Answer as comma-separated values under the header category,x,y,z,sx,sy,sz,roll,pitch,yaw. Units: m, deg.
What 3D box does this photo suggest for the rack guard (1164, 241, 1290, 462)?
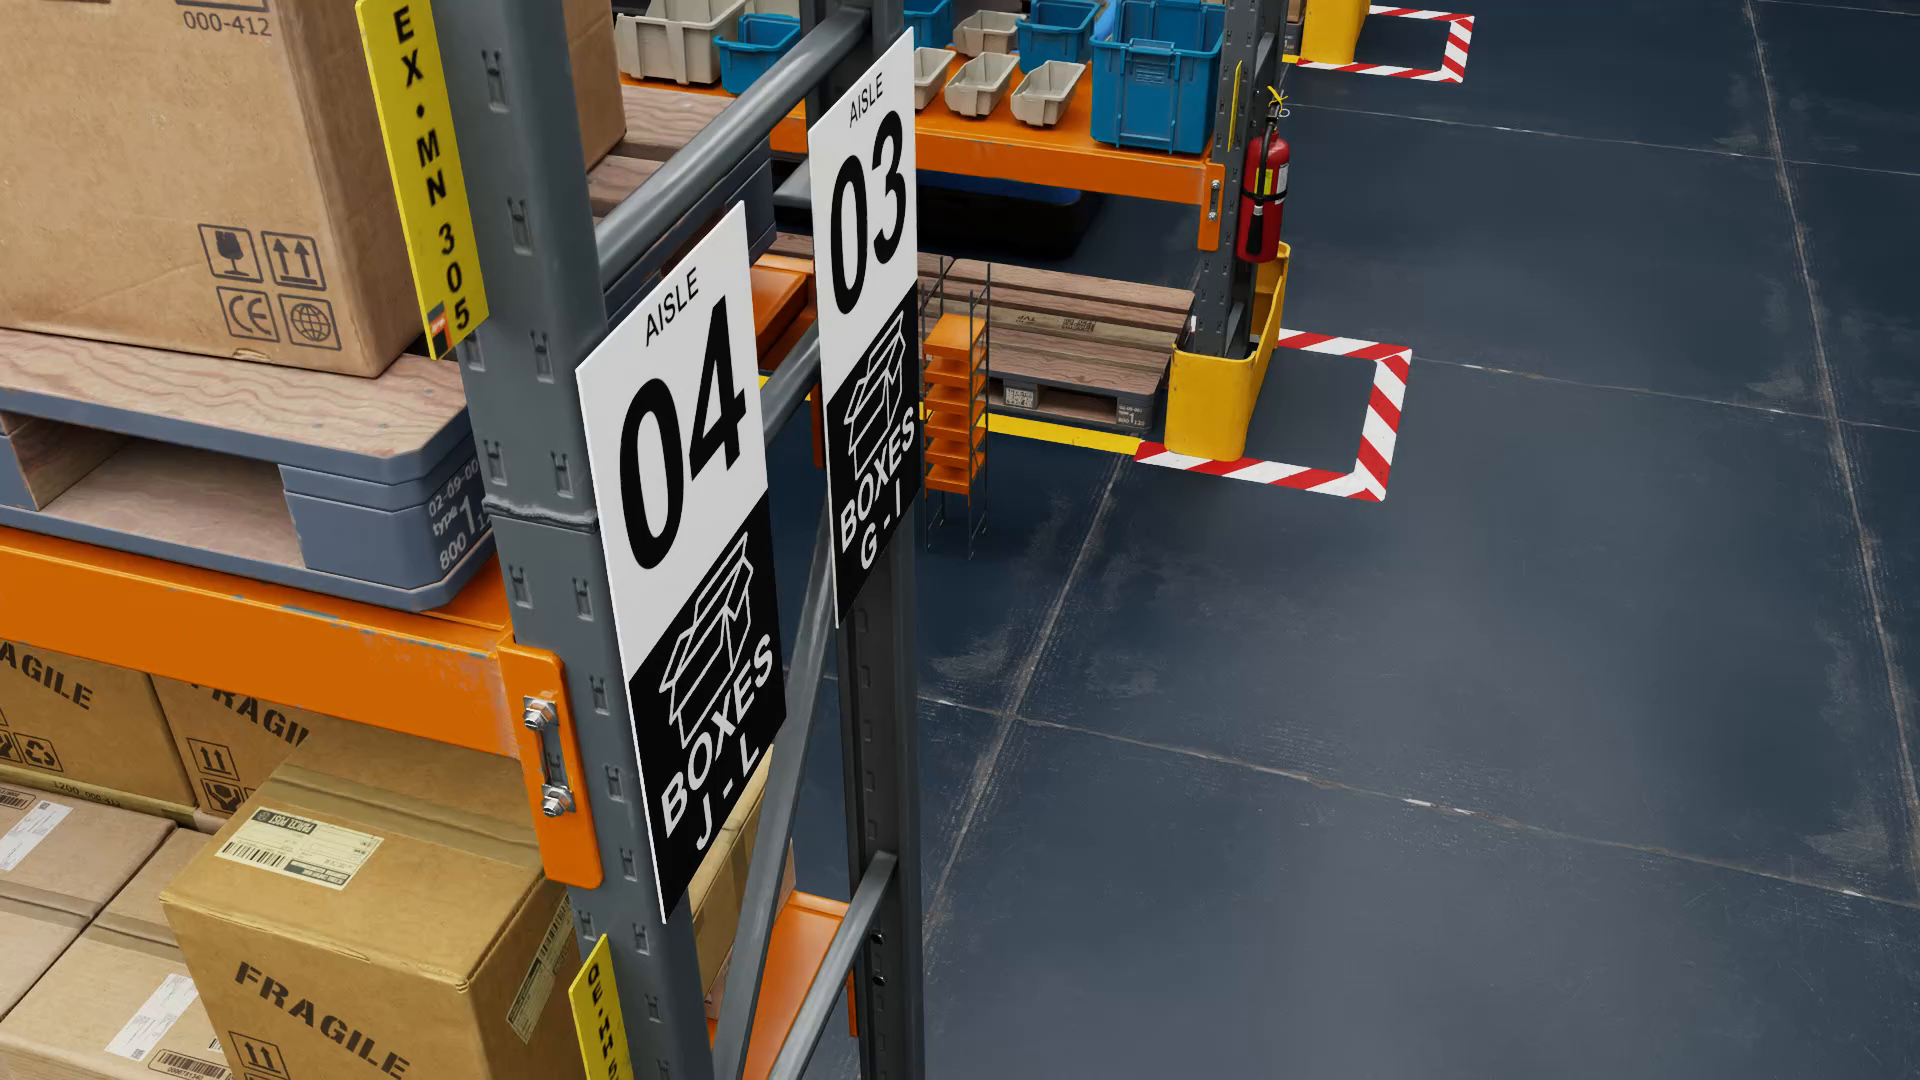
category,x,y,z,sx,sy,sz,roll,pitch,yaw
rack guard,1.219,-0.890,7.538,0.348,0.500,1.175,10,38,14

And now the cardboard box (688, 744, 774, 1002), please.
category,x,y,z,sx,sy,sz,roll,pitch,yaw
cardboard box,-0.662,0.612,3.264,0.500,0.250,0.500,10,37,13

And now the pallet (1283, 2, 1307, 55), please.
category,x,y,z,sx,sy,sz,roll,pitch,yaw
pallet,1.839,-3.726,11.635,1.213,0.211,1.003,10,38,14

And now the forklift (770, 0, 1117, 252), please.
category,x,y,z,sx,sy,sz,roll,pitch,yaw
forklift,-0.688,-3.213,8.643,3.031,2.935,1.130,11,38,15

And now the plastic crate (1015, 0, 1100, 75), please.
category,x,y,z,sx,sy,sz,roll,pitch,yaw
plastic crate,0.426,-2.197,7.295,0.300,0.233,0.416,10,38,14

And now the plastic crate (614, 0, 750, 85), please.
category,x,y,z,sx,sy,sz,roll,pitch,yaw
plastic crate,-1.223,-2.203,7.262,0.530,0.282,0.437,10,38,14

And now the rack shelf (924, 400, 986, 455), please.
category,x,y,z,sx,sy,sz,roll,pitch,yaw
rack shelf,-0.014,-0.450,6.424,0.180,0.103,0.258,10,38,14

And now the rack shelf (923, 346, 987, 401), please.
category,x,y,z,sx,sy,sz,roll,pitch,yaw
rack shelf,-0.014,-0.643,6.282,0.180,0.103,0.258,10,38,14

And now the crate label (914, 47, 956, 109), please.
category,x,y,z,sx,sy,sz,roll,pitch,yaw
crate label,-0.186,-1.948,7.038,0.243,0.136,0.396,10,38,14

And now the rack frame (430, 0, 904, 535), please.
category,x,y,z,sx,sy,sz,roll,pitch,yaw
rack frame,-0.285,-1.508,1.207,0.127,3.000,1.000,10,38,14

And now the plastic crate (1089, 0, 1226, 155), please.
category,x,y,z,sx,sy,sz,roll,pitch,yaw
plastic crate,0.817,-1.886,6.701,0.499,0.435,0.616,10,38,14

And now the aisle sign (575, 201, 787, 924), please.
category,x,y,z,sx,sy,sz,roll,pitch,yaw
aisle sign,-0.305,0.044,1.967,0.004,0.787,0.394,10,38,14

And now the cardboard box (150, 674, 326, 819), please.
category,x,y,z,sx,sy,sz,roll,pitch,yaw
cardboard box,-1.140,0.221,3.162,0.500,0.500,0.500,10,37,13

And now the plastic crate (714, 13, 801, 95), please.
category,x,y,z,sx,sy,sz,roll,pitch,yaw
plastic crate,-0.845,-2.069,7.121,0.300,0.233,0.416,10,38,14

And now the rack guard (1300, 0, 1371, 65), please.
category,x,y,z,sx,sy,sz,roll,pitch,yaw
rack guard,2.600,-3.703,11.359,0.348,0.500,1.175,10,38,14

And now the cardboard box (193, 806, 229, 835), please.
category,x,y,z,sx,sy,sz,roll,pitch,yaw
cardboard box,-1.161,0.523,3.384,0.500,0.250,0.500,10,38,13

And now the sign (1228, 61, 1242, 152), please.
category,x,y,z,sx,sy,sz,roll,pitch,yaw
sign,1.044,-1.645,6.317,0.005,0.325,0.100,10,38,14

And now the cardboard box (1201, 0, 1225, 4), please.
category,x,y,z,sx,sy,sz,roll,pitch,yaw
cardboard box,1.721,-3.811,11.417,0.250,0.166,0.380,10,38,14

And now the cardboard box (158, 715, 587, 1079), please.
category,x,y,z,sx,sy,sz,roll,pitch,yaw
cardboard box,-0.828,0.610,2.634,0.500,0.500,0.500,11,38,14

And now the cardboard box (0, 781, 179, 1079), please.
category,x,y,z,sx,sy,sz,roll,pitch,yaw
cardboard box,-1.796,0.734,3.098,0.500,0.250,0.500,9,37,12

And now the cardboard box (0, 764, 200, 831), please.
category,x,y,z,sx,sy,sz,roll,pitch,yaw
cardboard box,-1.639,0.433,3.507,0.500,0.250,0.500,9,37,12

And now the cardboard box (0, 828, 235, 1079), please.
category,x,y,z,sx,sy,sz,roll,pitch,yaw
cardboard box,-1.310,0.824,2.976,0.500,0.250,0.500,10,37,13

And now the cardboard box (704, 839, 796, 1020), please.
category,x,y,z,sx,sy,sz,roll,pitch,yaw
cardboard box,-0.525,0.760,3.398,0.250,0.149,0.380,11,38,14

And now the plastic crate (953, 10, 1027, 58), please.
category,x,y,z,sx,sy,sz,roll,pitch,yaw
plastic crate,0.126,-2.265,7.469,0.298,0.136,0.250,10,38,14

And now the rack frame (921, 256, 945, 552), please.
category,x,y,z,sx,sy,sz,roll,pitch,yaw
rack frame,-0.101,-0.502,6.420,0.006,1.200,0.240,10,38,14

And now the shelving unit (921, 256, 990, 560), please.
category,x,y,z,sx,sy,sz,roll,pitch,yaw
shelving unit,-0.014,-0.486,6.398,0.189,1.200,0.258,10,38,14

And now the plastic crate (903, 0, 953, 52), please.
category,x,y,z,sx,sy,sz,roll,pitch,yaw
plastic crate,-0.202,-2.313,7.453,0.300,0.233,0.416,10,38,14

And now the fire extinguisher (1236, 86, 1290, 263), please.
category,x,y,z,sx,sy,sz,roll,pitch,yaw
fire extinguisher,1.201,-1.429,6.540,0.183,0.674,0.296,10,38,14

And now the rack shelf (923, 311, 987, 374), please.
category,x,y,z,sx,sy,sz,roll,pitch,yaw
rack shelf,-0.014,-0.740,6.211,0.180,0.103,0.258,10,38,14

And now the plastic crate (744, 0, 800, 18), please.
category,x,y,z,sx,sy,sz,roll,pitch,yaw
plastic crate,-0.874,-2.381,7.626,0.466,0.136,0.293,10,38,14

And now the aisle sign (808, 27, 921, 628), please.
category,x,y,z,sx,sy,sz,roll,pitch,yaw
aisle sign,-0.127,-0.295,2.428,0.004,0.787,0.394,10,38,14

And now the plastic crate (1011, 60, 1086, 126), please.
category,x,y,z,sx,sy,sz,roll,pitch,yaw
plastic crate,0.360,-1.853,6.910,0.243,0.136,0.396,10,38,14

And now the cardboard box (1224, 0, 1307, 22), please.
category,x,y,z,sx,sy,sz,roll,pitch,yaw
cardboard box,2.080,-3.823,11.151,0.500,0.500,0.500,10,38,14

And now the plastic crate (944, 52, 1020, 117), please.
category,x,y,z,sx,sy,sz,roll,pitch,yaw
plastic crate,0.087,-1.913,6.990,0.243,0.136,0.396,10,38,14

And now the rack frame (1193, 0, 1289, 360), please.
category,x,y,z,sx,sy,sz,roll,pitch,yaw
rack frame,1.192,-1.894,6.793,0.127,3.000,1.000,10,38,14

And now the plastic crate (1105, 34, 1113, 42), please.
category,x,y,z,sx,sy,sz,roll,pitch,yaw
plastic crate,0.773,-2.145,7.306,0.298,0.136,0.250,10,38,14

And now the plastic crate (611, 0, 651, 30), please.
category,x,y,z,sx,sy,sz,roll,pitch,yaw
plastic crate,-1.477,-2.468,7.755,0.590,0.125,0.437,10,38,14

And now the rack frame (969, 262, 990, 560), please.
category,x,y,z,sx,sy,sz,roll,pitch,yaw
rack frame,0.074,-0.470,6.376,0.006,1.200,0.240,10,38,14

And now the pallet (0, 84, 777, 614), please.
category,x,y,z,sx,sy,sz,roll,pitch,yaw
pallet,-0.996,-0.389,2.292,1.213,0.211,1.003,10,38,14

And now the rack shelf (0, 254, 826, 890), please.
category,x,y,z,sx,sy,sz,roll,pitch,yaw
rack shelf,-2.194,-0.363,2.789,4.000,0.370,1.077,10,38,14

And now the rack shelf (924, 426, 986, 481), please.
category,x,y,z,sx,sy,sz,roll,pitch,yaw
rack shelf,-0.014,-0.353,6.495,0.180,0.103,0.258,10,38,14

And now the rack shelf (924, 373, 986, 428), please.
category,x,y,z,sx,sy,sz,roll,pitch,yaw
rack shelf,-0.014,-0.547,6.353,0.180,0.103,0.258,10,38,14

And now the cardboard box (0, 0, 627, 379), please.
category,x,y,z,sx,sy,sz,roll,pitch,yaw
cardboard box,-0.797,-0.611,1.996,0.500,0.500,0.700,8,37,11

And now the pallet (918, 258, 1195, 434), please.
category,x,y,z,sx,sy,sz,roll,pitch,yaw
pallet,0.417,-0.939,7.847,1.213,0.211,1.003,10,38,14

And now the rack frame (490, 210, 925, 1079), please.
category,x,y,z,sx,sy,sz,roll,pitch,yaw
rack frame,-0.285,0.909,2.985,0.127,3.000,1.000,10,38,14

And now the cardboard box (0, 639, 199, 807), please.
category,x,y,z,sx,sy,sz,roll,pitch,yaw
cardboard box,-1.636,0.133,3.282,0.500,0.500,0.500,10,37,13

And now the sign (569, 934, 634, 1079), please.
category,x,y,z,sx,sy,sz,roll,pitch,yaw
sign,-0.460,0.651,2.158,0.005,0.325,0.100,10,38,14

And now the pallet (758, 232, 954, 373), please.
category,x,y,z,sx,sy,sz,roll,pitch,yaw
pallet,-0.744,-1.155,8.141,1.213,0.211,1.003,10,38,14

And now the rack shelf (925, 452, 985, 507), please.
category,x,y,z,sx,sy,sz,roll,pitch,yaw
rack shelf,-0.014,-0.257,6.566,0.180,0.103,0.258,10,38,14

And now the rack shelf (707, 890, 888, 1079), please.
category,x,y,z,sx,sy,sz,roll,pitch,yaw
rack shelf,-2.194,0.845,3.679,4.000,0.370,1.077,10,38,14

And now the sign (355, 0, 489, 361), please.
category,x,y,z,sx,sy,sz,roll,pitch,yaw
sign,-0.460,-0.320,1.443,0.005,0.325,0.100,10,38,14

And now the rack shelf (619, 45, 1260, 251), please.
category,x,y,z,sx,sy,sz,roll,pitch,yaw
rack shelf,-0.717,-1.958,7.486,4.000,0.370,1.077,10,38,14
